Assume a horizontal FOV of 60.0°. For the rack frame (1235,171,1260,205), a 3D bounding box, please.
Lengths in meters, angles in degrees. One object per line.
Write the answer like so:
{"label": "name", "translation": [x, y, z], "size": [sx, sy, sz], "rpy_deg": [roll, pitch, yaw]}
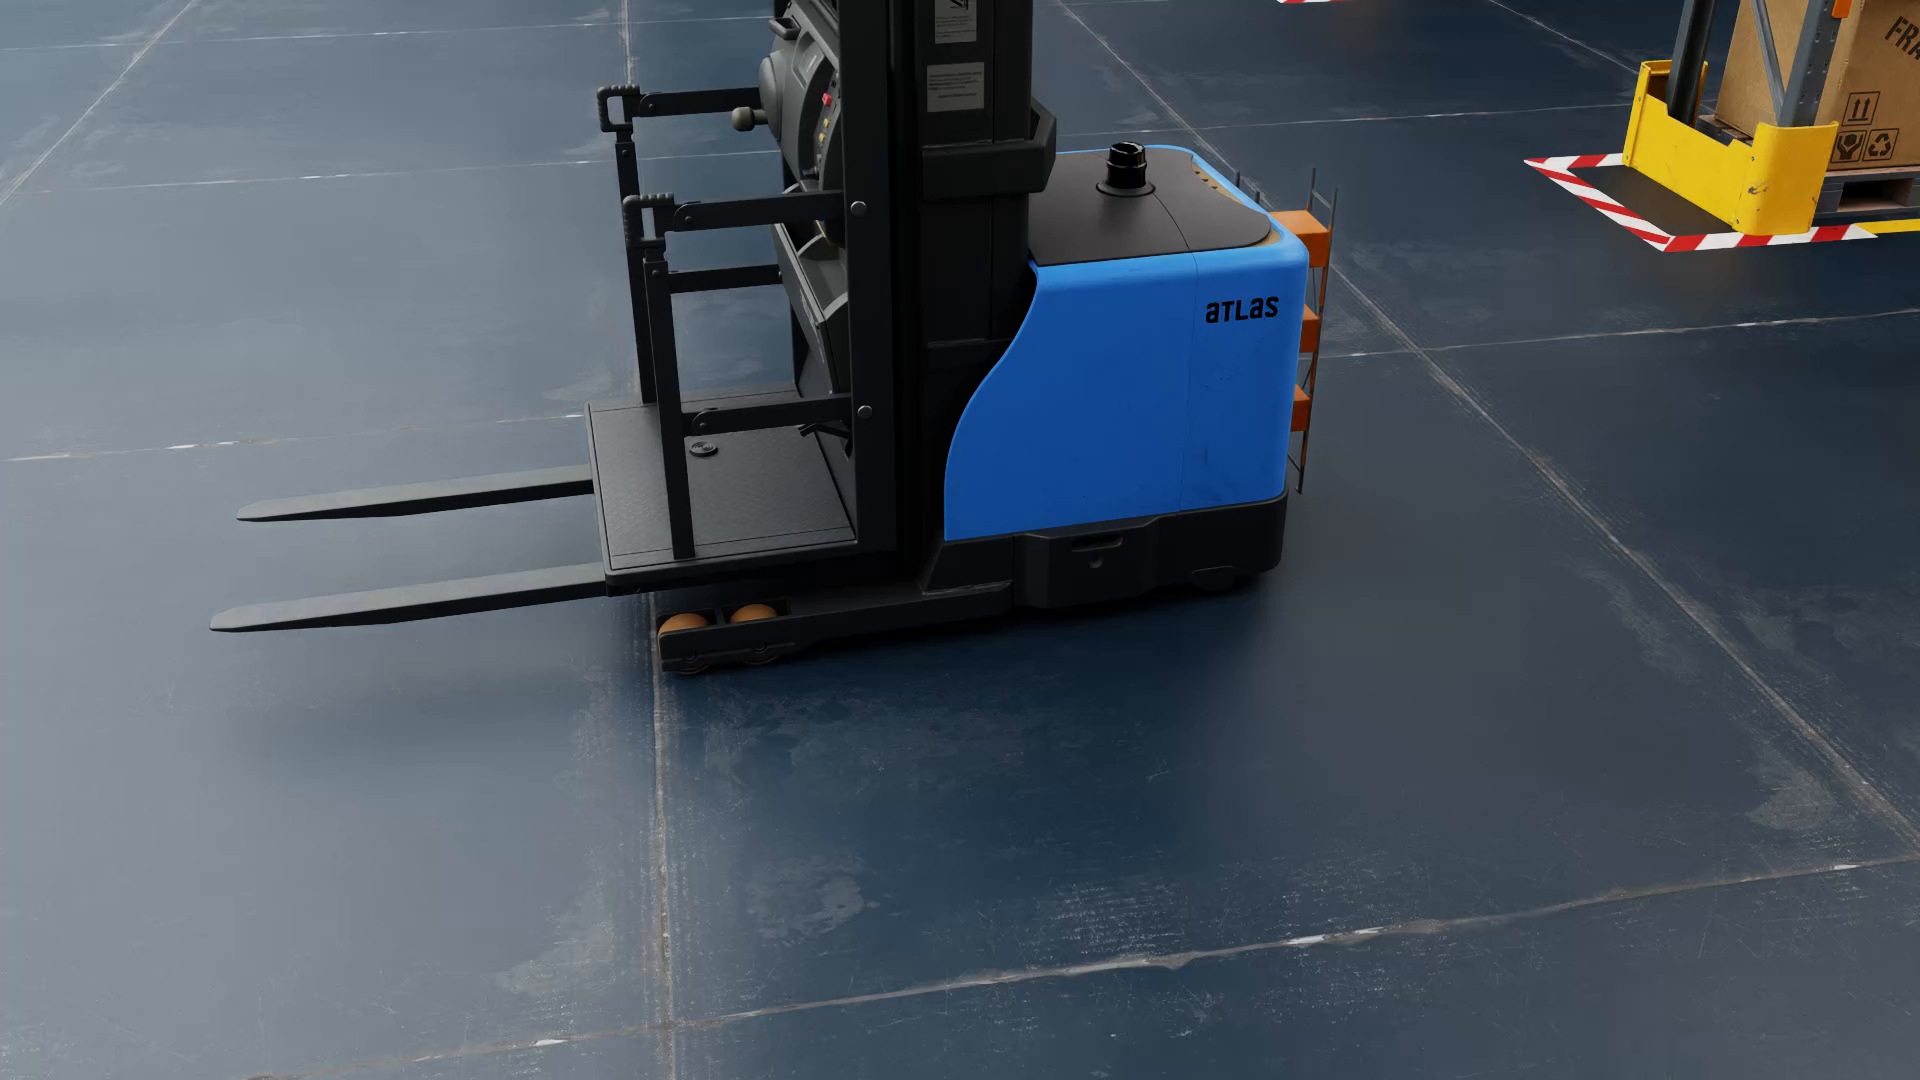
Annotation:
{"label": "rack frame", "translation": [0.870, -0.631, 5.288], "size": [0.008, 1.050, 0.200], "rpy_deg": [-5, 31, -9]}

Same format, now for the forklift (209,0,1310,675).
{"label": "forklift", "translation": [-0.605, -1.186, 4.376], "size": [3.031, 2.935, 1.130], "rpy_deg": [-7, 31, -12]}

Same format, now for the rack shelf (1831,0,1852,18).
{"label": "rack shelf", "translation": [5.659, -2.860, 7.864], "size": [4.000, 0.370, 1.077], "rpy_deg": [-5, 31, -9]}

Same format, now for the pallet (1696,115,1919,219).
{"label": "pallet", "translation": [4.464, -1.897, 8.268], "size": [1.213, 0.211, 1.003], "rpy_deg": [-5, 31, -9]}

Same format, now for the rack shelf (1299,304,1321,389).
{"label": "rack shelf", "translation": [0.990, -0.633, 5.312], "size": [0.240, 0.259, 0.215], "rpy_deg": [-5, 31, -9]}

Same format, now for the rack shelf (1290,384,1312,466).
{"label": "rack shelf", "translation": [0.990, -0.394, 5.453], "size": [0.240, 0.259, 0.215], "rpy_deg": [-5, 31, -9]}

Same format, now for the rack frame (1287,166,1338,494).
{"label": "rack frame", "translation": [1.110, -0.654, 5.326], "size": [0.008, 1.050, 0.200], "rpy_deg": [-5, 31, -9]}

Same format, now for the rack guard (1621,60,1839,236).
{"label": "rack guard", "translation": [3.668, -1.907, 8.001], "size": [0.348, 0.500, 1.175], "rpy_deg": [-5, 31, -9]}

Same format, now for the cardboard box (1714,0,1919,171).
{"label": "cardboard box", "translation": [4.346, -2.347, 7.964], "size": [0.875, 0.875, 0.875], "rpy_deg": [-5, 31, -9]}

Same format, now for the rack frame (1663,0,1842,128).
{"label": "rack frame", "translation": [3.691, -2.987, 7.371], "size": [0.127, 3.000, 1.000], "rpy_deg": [-5, 31, -9]}

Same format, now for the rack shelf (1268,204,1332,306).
{"label": "rack shelf", "translation": [0.990, -0.878, 5.168], "size": [0.240, 0.259, 0.215], "rpy_deg": [-5, 31, -9]}

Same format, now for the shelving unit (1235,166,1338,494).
{"label": "shelving unit", "translation": [0.990, -0.643, 5.307], "size": [0.252, 1.050, 0.215], "rpy_deg": [-5, 31, -9]}
